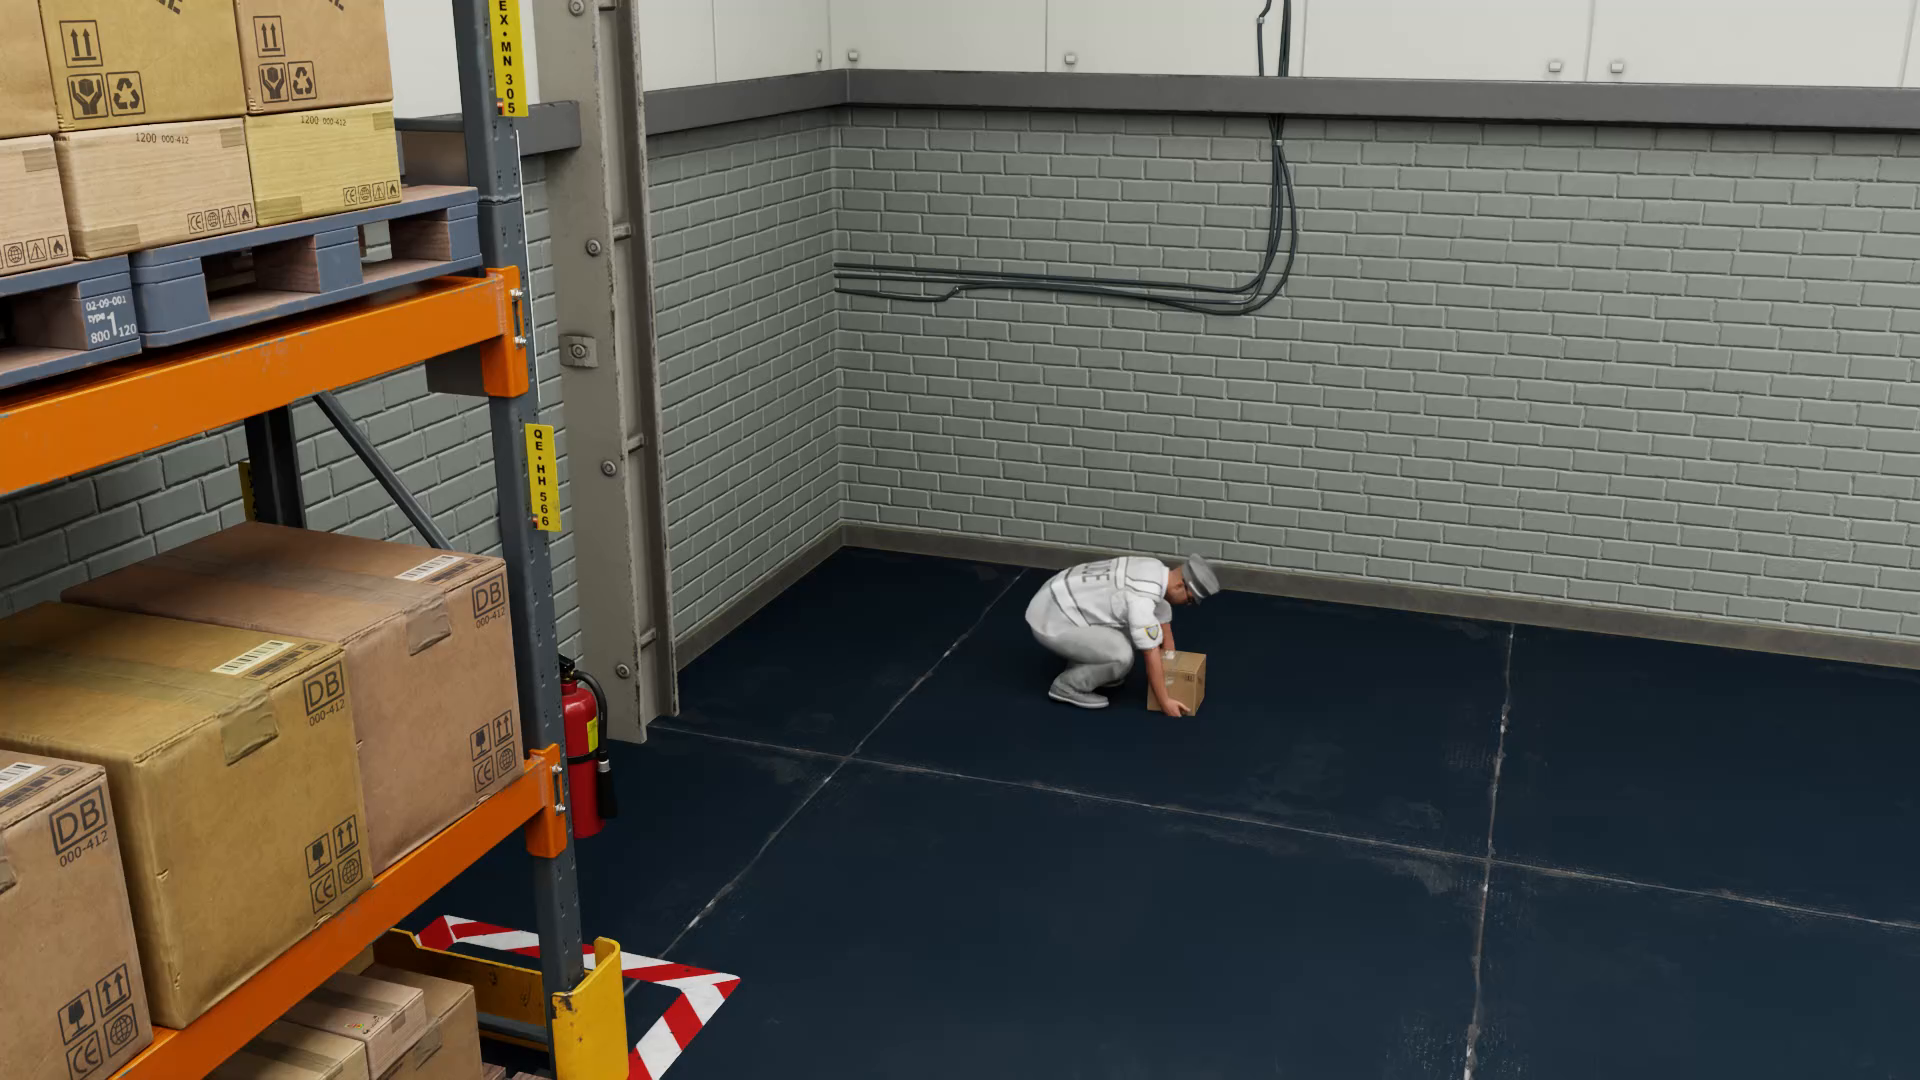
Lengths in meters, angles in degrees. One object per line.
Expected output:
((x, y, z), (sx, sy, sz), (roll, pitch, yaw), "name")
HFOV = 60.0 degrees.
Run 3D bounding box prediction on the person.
((0.846, 0.480, 8.710), (0.994, 0.894, 0.541), (6, 19, 17), "person")
